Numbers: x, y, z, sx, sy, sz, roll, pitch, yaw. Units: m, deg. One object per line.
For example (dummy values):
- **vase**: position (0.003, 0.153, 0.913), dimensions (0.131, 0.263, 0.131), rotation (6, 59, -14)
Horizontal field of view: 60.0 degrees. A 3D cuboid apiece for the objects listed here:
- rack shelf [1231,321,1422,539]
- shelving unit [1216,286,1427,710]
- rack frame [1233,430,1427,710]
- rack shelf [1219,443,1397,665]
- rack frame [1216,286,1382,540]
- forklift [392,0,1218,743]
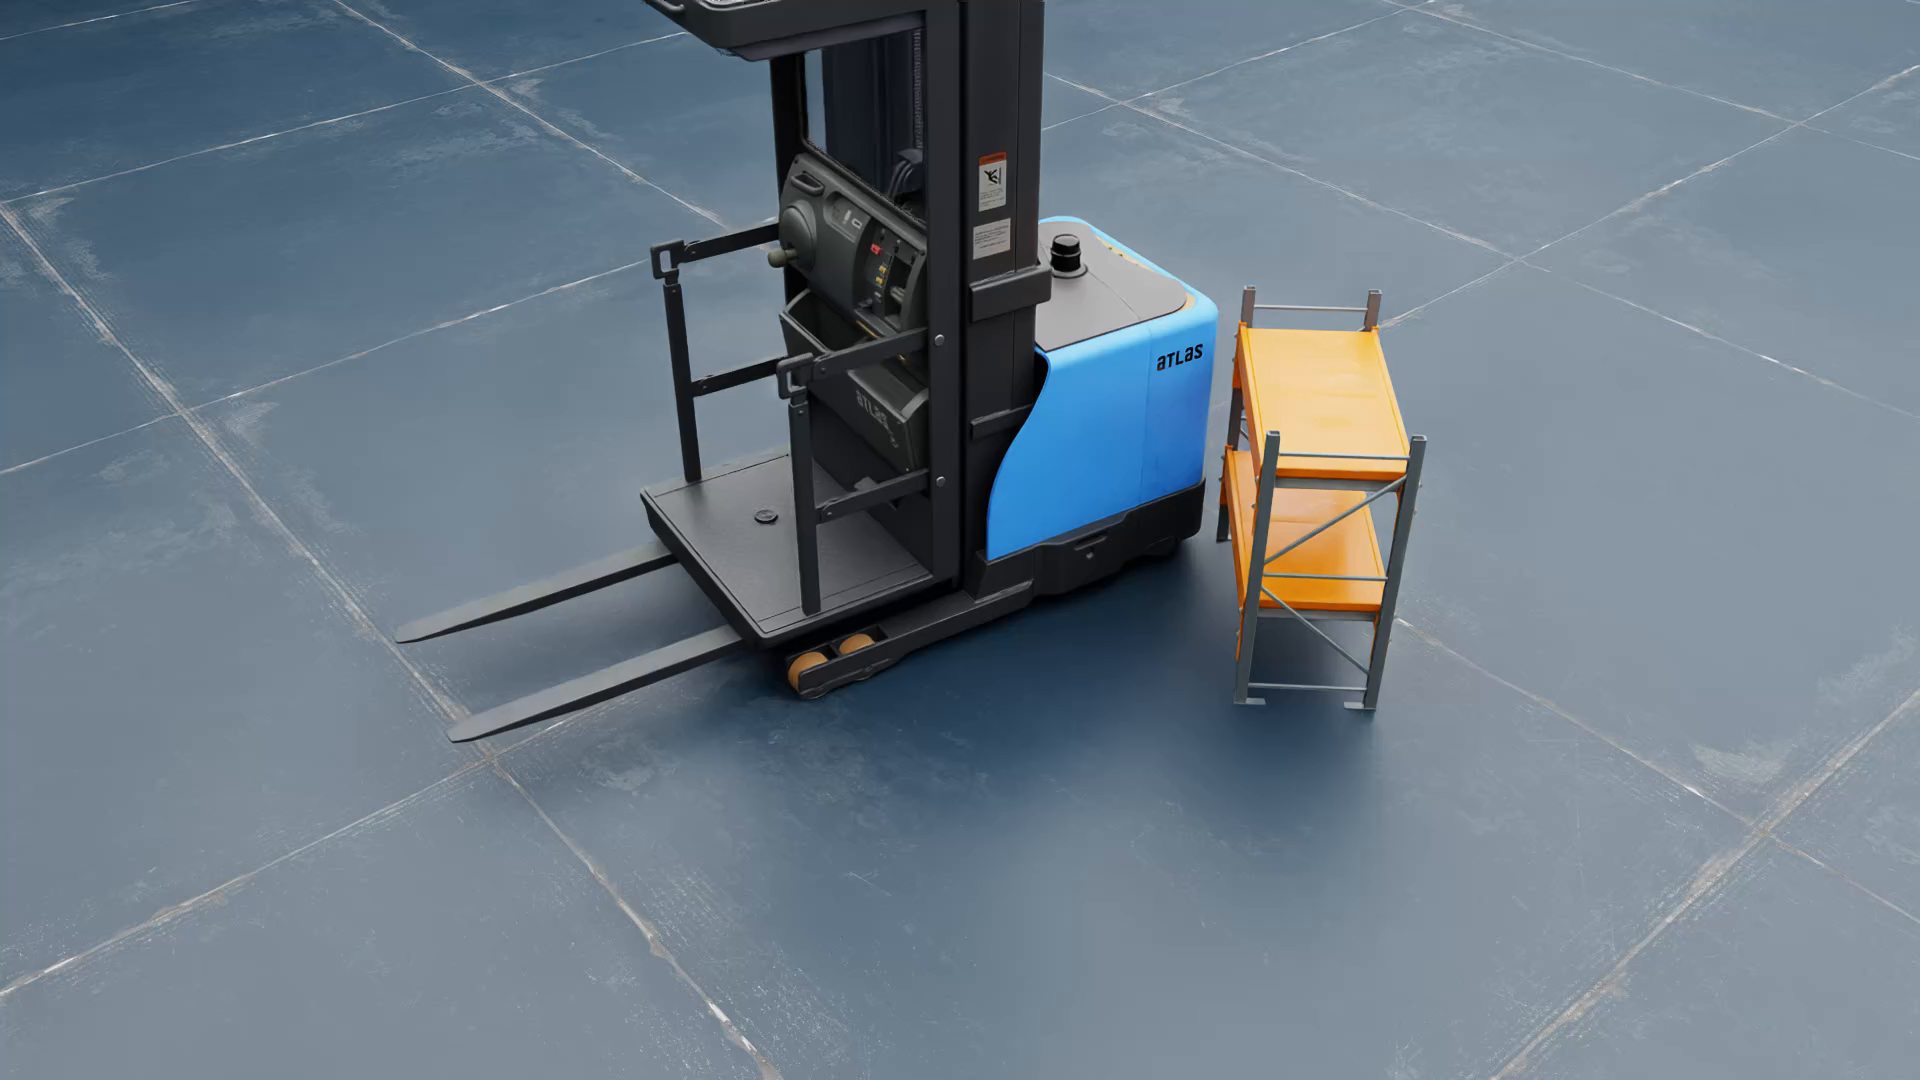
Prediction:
- **rack shelf**: position (1.260, -0.406, 5.843), dimensions (0.538, 0.278, 1.000), rotation (2, 35, 3)
- **shelving unit**: position (1.260, -0.167, 6.012), dimensions (0.538, 1.125, 1.048), rotation (2, 35, 3)
- **rack frame**: position (1.226, 0.126, 5.598), dimensions (0.500, 1.125, 0.032), rotation (2, 35, 3)
- **rack shelf**: position (1.260, 0.033, 6.153), dimensions (0.538, 0.278, 1.000), rotation (2, 35, 3)
- **rack frame**: position (1.294, -0.460, 6.426), dimensions (0.500, 1.125, 0.032), rotation (2, 35, 3)
- **forklift**: position (-0.551, -0.978, 5.595), dimensions (3.031, 2.935, 1.130), rotation (-20, 40, -25)
